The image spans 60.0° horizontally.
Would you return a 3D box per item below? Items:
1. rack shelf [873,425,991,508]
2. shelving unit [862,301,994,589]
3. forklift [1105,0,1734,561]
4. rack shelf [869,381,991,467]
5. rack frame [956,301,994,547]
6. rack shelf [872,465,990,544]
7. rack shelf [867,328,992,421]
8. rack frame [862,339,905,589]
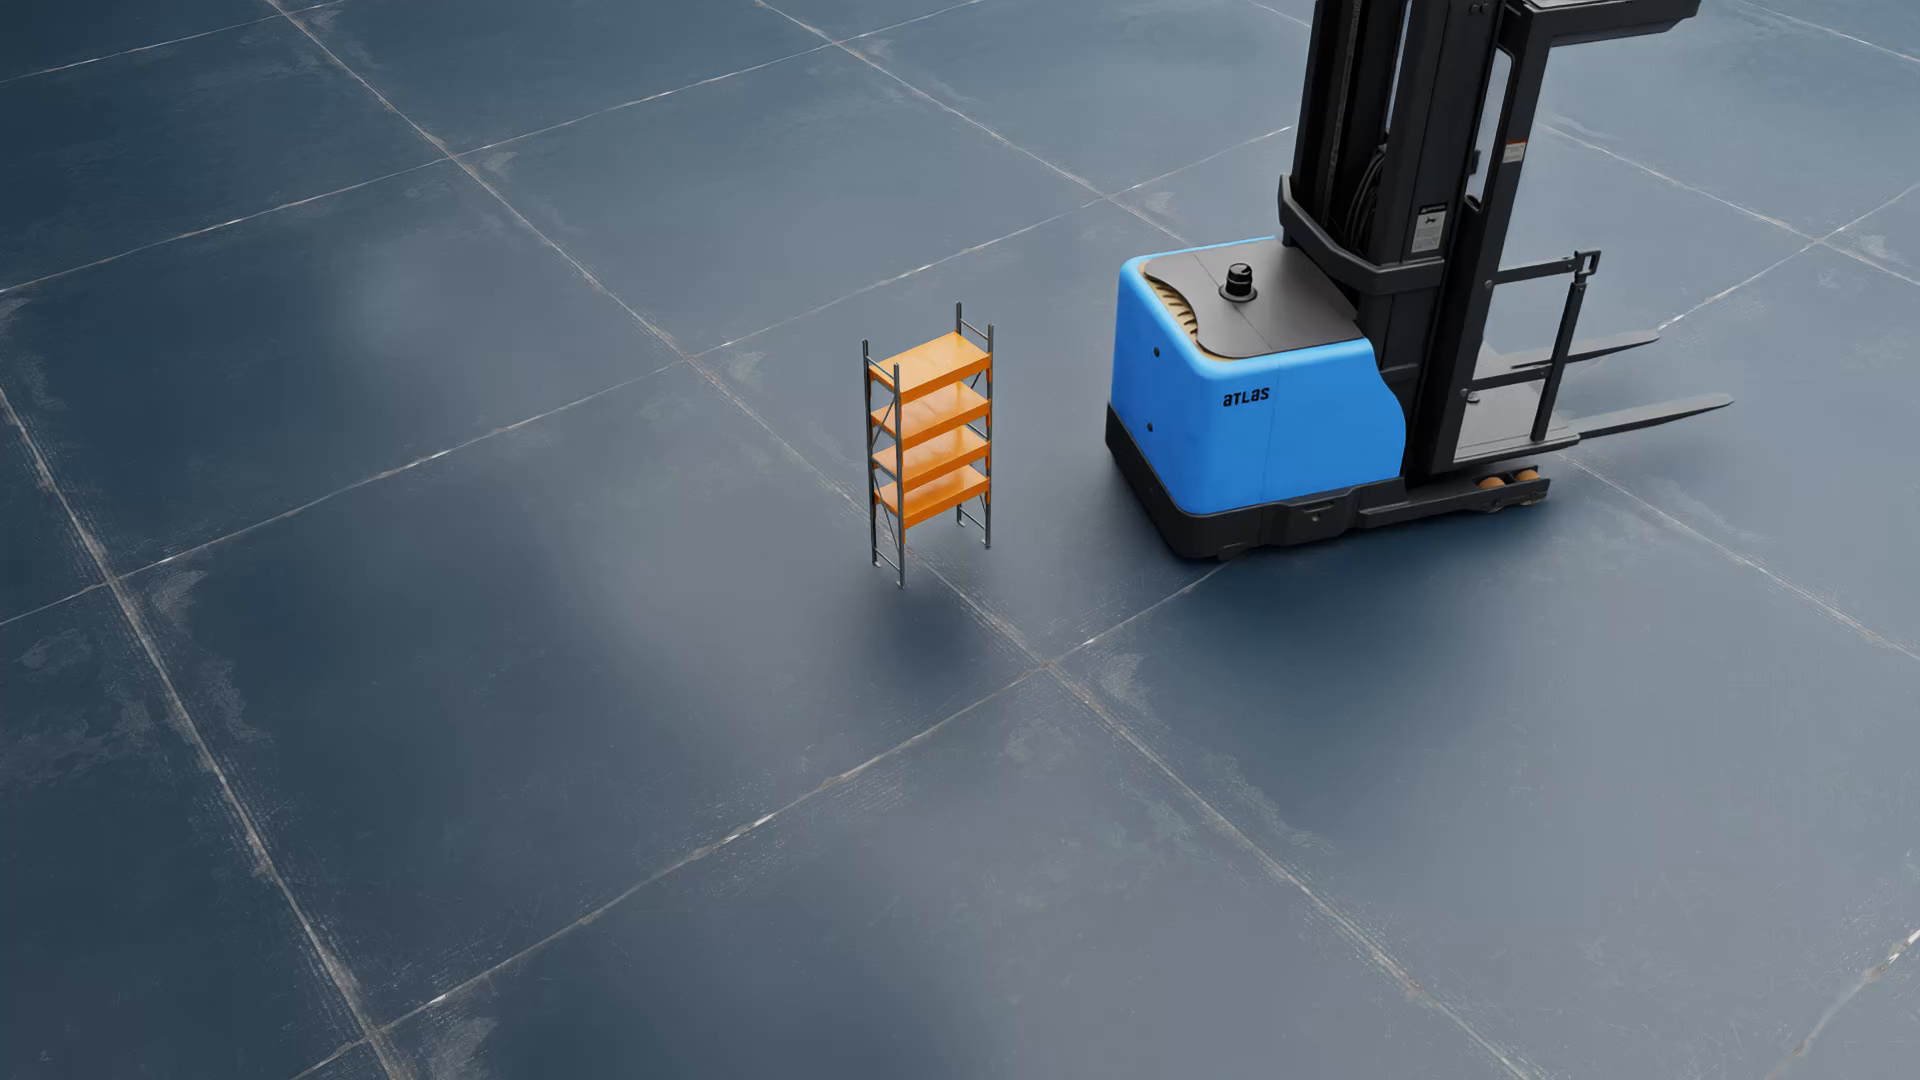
[{"bbox_3d":[-0.131,-0.348,7.334,0.480,0.148,0.258,-26,46,-28],"label":"rack shelf"},{"bbox_3d":[-0.131,-0.400,7.291,0.503,1.200,0.258,-26,46,-28],"label":"shelving unit"},{"bbox_3d":[2.294,-1.575,7.358,3.031,2.935,1.130,-11,41,-13],"label":"forklift"},{"bbox_3d":[-0.131,-0.521,7.192,0.480,0.148,0.258,-26,46,-28],"label":"rack shelf"},{"bbox_3d":[0.062,-0.494,7.406,0.015,1.200,0.240,-26,46,-28],"label":"rack frame"},{"bbox_3d":[-0.131,-0.194,7.460,0.480,0.148,0.258,-26,46,-28],"label":"rack shelf"},{"bbox_3d":[-0.131,-0.704,7.042,0.480,0.148,0.258,-26,46,-28],"label":"rack shelf"},{"bbox_3d":[-0.325,-0.306,7.177,0.015,1.200,0.240,-26,46,-28],"label":"rack frame"}]
